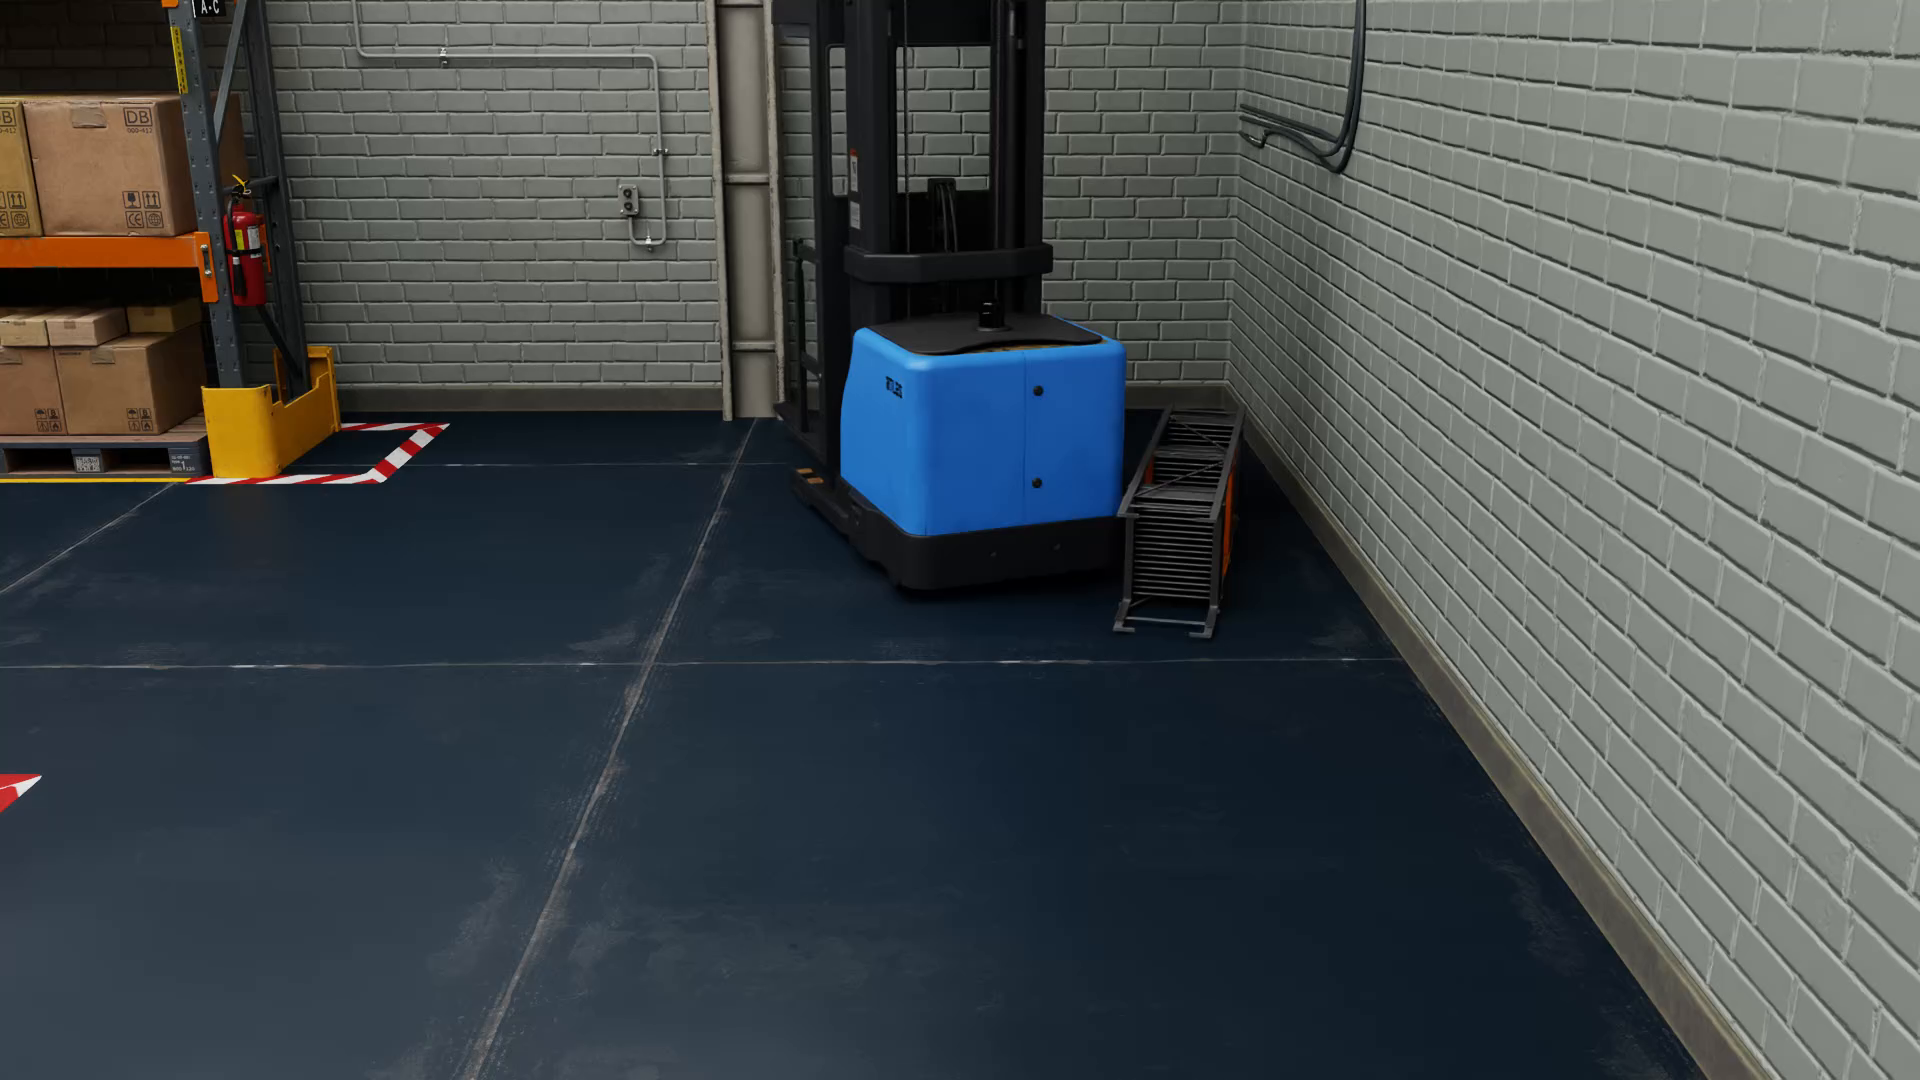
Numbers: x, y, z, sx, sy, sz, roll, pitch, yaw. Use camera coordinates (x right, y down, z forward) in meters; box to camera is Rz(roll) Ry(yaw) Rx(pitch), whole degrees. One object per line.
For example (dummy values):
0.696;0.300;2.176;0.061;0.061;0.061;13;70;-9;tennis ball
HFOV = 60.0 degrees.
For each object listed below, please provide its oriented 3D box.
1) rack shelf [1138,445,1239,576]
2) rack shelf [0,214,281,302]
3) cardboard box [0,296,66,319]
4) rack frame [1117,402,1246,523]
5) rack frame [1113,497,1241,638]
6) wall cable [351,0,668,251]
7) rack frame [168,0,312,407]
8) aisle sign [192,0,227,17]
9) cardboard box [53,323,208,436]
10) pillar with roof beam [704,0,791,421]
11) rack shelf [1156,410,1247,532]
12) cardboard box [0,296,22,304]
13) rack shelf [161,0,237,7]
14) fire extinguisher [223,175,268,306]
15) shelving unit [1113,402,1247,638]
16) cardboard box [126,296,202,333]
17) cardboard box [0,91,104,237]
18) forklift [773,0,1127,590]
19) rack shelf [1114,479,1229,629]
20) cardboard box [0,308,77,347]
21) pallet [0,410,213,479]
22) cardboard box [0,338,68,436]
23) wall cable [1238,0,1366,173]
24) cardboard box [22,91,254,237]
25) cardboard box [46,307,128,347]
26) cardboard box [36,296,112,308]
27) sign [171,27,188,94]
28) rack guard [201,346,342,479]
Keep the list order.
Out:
1.048;-0.154;7.673;0.431;0.480;0.518;4;18;12;rack shelf
-5.966;-1.591;9.275;4.000;0.370;1.077;0;18;-1;rack shelf
-5.299;-1.286;9.488;0.250;0.149;0.380;0;18;0;cardboard box
1.051;-0.391;7.613;0.400;0.015;2.100;4;18;12;rack frame
1.050;0.075;7.758;0.400;0.015;2.100;4;18;12;rack frame
-2.701;-2.722;9.960;1.851;1.984;0.084;0;18;-1;wall cable
-3.966;-1.943;9.195;0.127;3.000;1.000;0;18;-1;rack frame
-3.889;-3.090;8.513;0.004;0.787;0.394;0;18;-1;aisle sign
-4.664;-0.919;9.407;0.500;0.500;0.700;0;18;-1;cardboard box
-1.212;-3.762;5.044;0.400;9.000;9.100;0;18;-1;pillar with roof beam
1.198;-0.357;8.326;0.431;0.480;0.518;4;18;12;rack shelf
-5.554;-1.284;9.484;0.250;0.149;0.380;0;18;0;cardboard box
-5.966;-3.019;8.817;4.000;0.370;1.077;0;18;-1;rack shelf
-3.808;-1.589;8.827;0.183;0.674;0.296;0;18;-1;fire extinguisher
1.050;-0.158;7.686;0.431;0.503;2.100;4;18;12;shelving unit
-4.542;-1.290;9.500;0.250;0.149;0.380;0;18;0;cardboard box
-5.203;-2.074;9.110;0.700;0.700;0.980;0;18;-1;cardboard box
-0.254;-1.591;8.209;1.130;2.935;3.031;-7;19;-20;forklift
0.897;0.048;7.020;0.431;0.480;0.518;4;18;12;rack shelf
-5.045;-1.170;9.128;0.250;0.149;0.380;0;18;1;cardboard box
-4.764;-0.588;9.534;1.213;0.211;1.003;0;18;-1;pallet
-5.165;-0.917;9.399;0.500;0.500;0.700;0;18;-1;cardboard box
1.695;-3.240;8.498;0.112;2.526;3.097;0;18;-1;wall cable
-4.476;-2.081;9.132;0.700;0.700;0.980;1;18;2;cardboard box
-4.790;-1.172;9.132;0.250;0.149;0.380;0;18;-2;cardboard box
-5.049;-1.287;9.492;0.250;0.149;0.380;0;18;-1;cardboard box
-3.971;-2.442;8.465;0.005;0.325;0.100;0;18;-1;sign
-3.942;-0.753;9.577;0.348;0.500;1.175;0;18;-1;rack guard
